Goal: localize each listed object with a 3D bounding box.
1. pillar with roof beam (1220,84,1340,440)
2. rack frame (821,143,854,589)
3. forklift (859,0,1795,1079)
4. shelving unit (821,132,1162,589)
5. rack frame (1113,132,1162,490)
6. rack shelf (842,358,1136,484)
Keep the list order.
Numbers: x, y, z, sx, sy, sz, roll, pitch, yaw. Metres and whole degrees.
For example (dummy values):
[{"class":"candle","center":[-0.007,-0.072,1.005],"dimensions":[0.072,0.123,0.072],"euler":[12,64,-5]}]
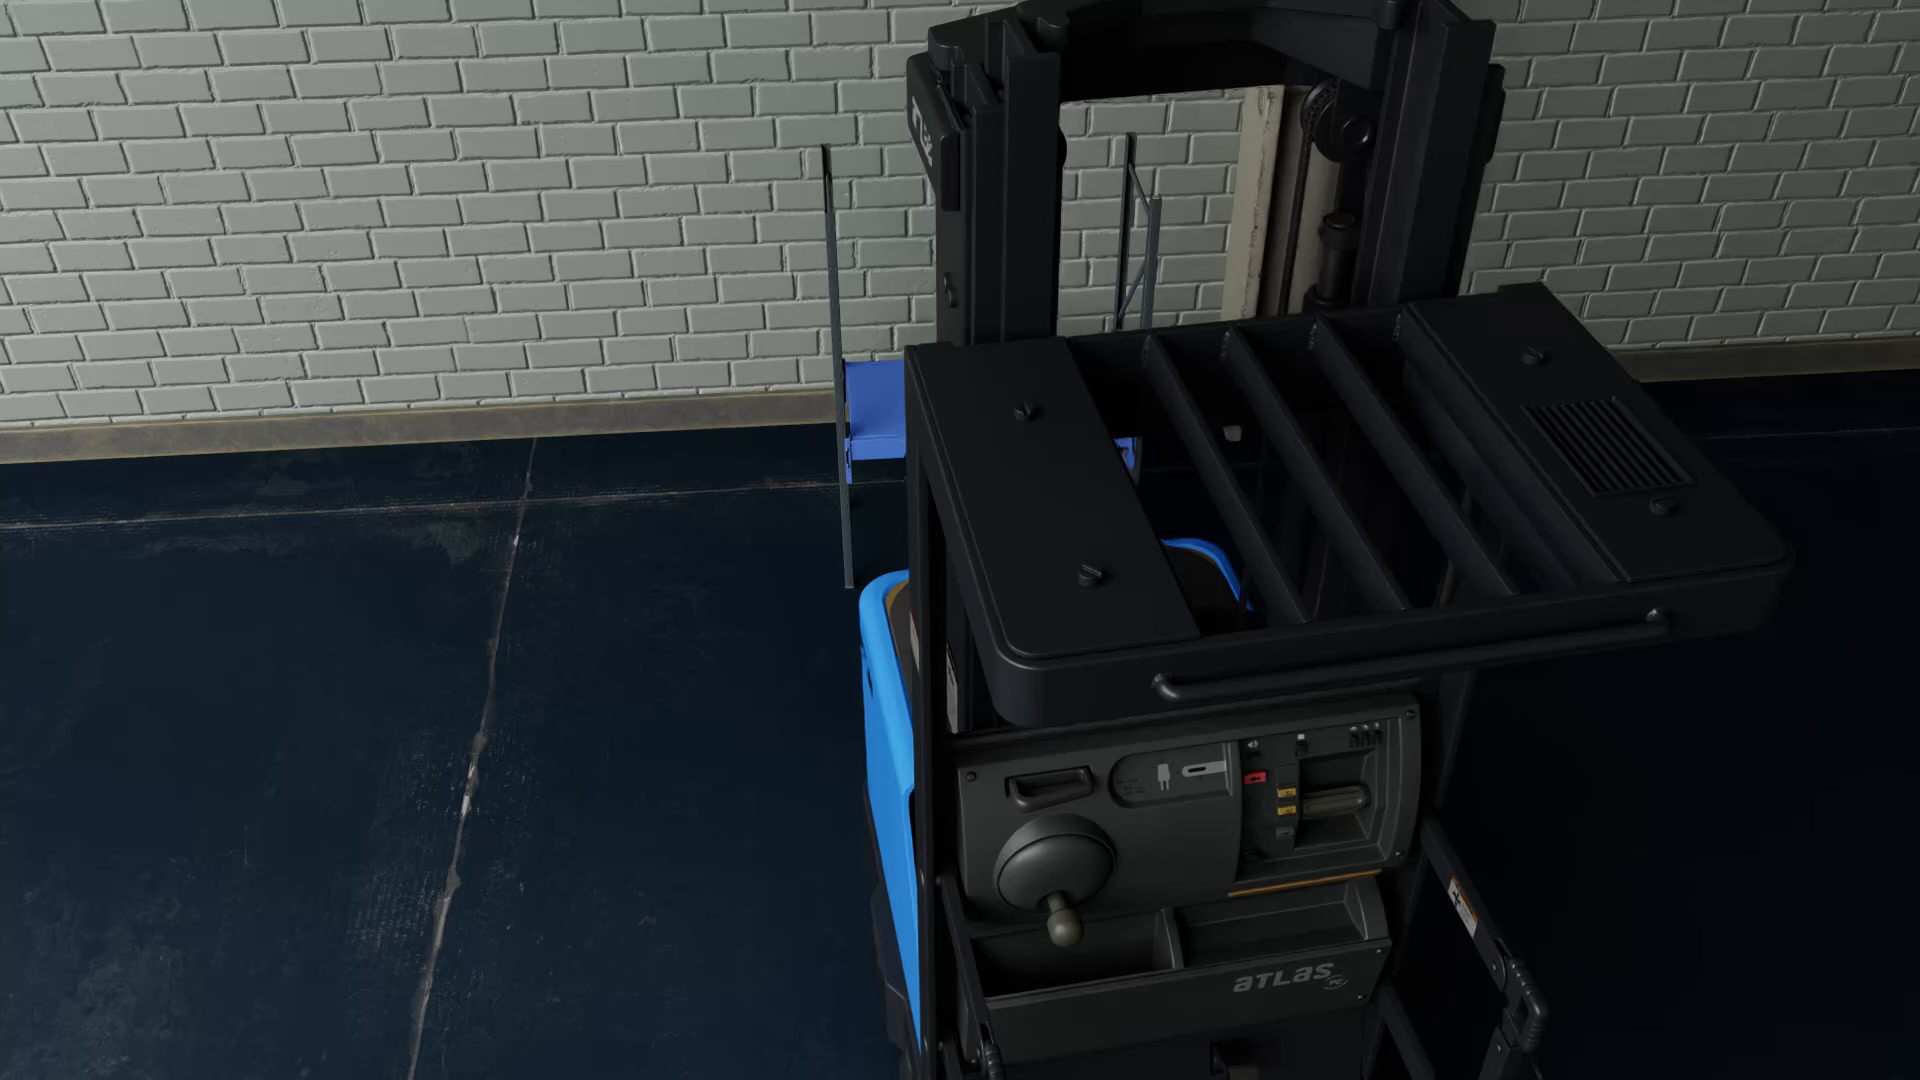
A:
[{"class":"pillar with roof beam","center":[1.651,-1.387,0.743],"dimensions":[0.400,9.000,9.100],"euler":[-3,38,-4]},{"class":"rack frame","center":[-0.421,-0.566,5.756],"dimensions":[0.032,1.500,0.500],"euler":[-3,38,-4]},{"class":"forklift","center":[0.500,0.622,3.095],"dimensions":[1.130,2.935,3.031],"euler":[-7,39,-9]},{"class":"shelving unit","center":[0.085,-0.593,5.791],"dimensions":[1.048,1.500,0.538],"euler":[-3,38,-4]},{"class":"rack frame","center":[0.591,-0.621,5.827],"dimensions":[0.032,1.500,0.500],"euler":[-3,38,-4]},{"class":"rack shelf","center":[0.085,-0.452,5.903],"dimensions":[1.000,0.185,0.538],"euler":[-3,38,-4]}]
